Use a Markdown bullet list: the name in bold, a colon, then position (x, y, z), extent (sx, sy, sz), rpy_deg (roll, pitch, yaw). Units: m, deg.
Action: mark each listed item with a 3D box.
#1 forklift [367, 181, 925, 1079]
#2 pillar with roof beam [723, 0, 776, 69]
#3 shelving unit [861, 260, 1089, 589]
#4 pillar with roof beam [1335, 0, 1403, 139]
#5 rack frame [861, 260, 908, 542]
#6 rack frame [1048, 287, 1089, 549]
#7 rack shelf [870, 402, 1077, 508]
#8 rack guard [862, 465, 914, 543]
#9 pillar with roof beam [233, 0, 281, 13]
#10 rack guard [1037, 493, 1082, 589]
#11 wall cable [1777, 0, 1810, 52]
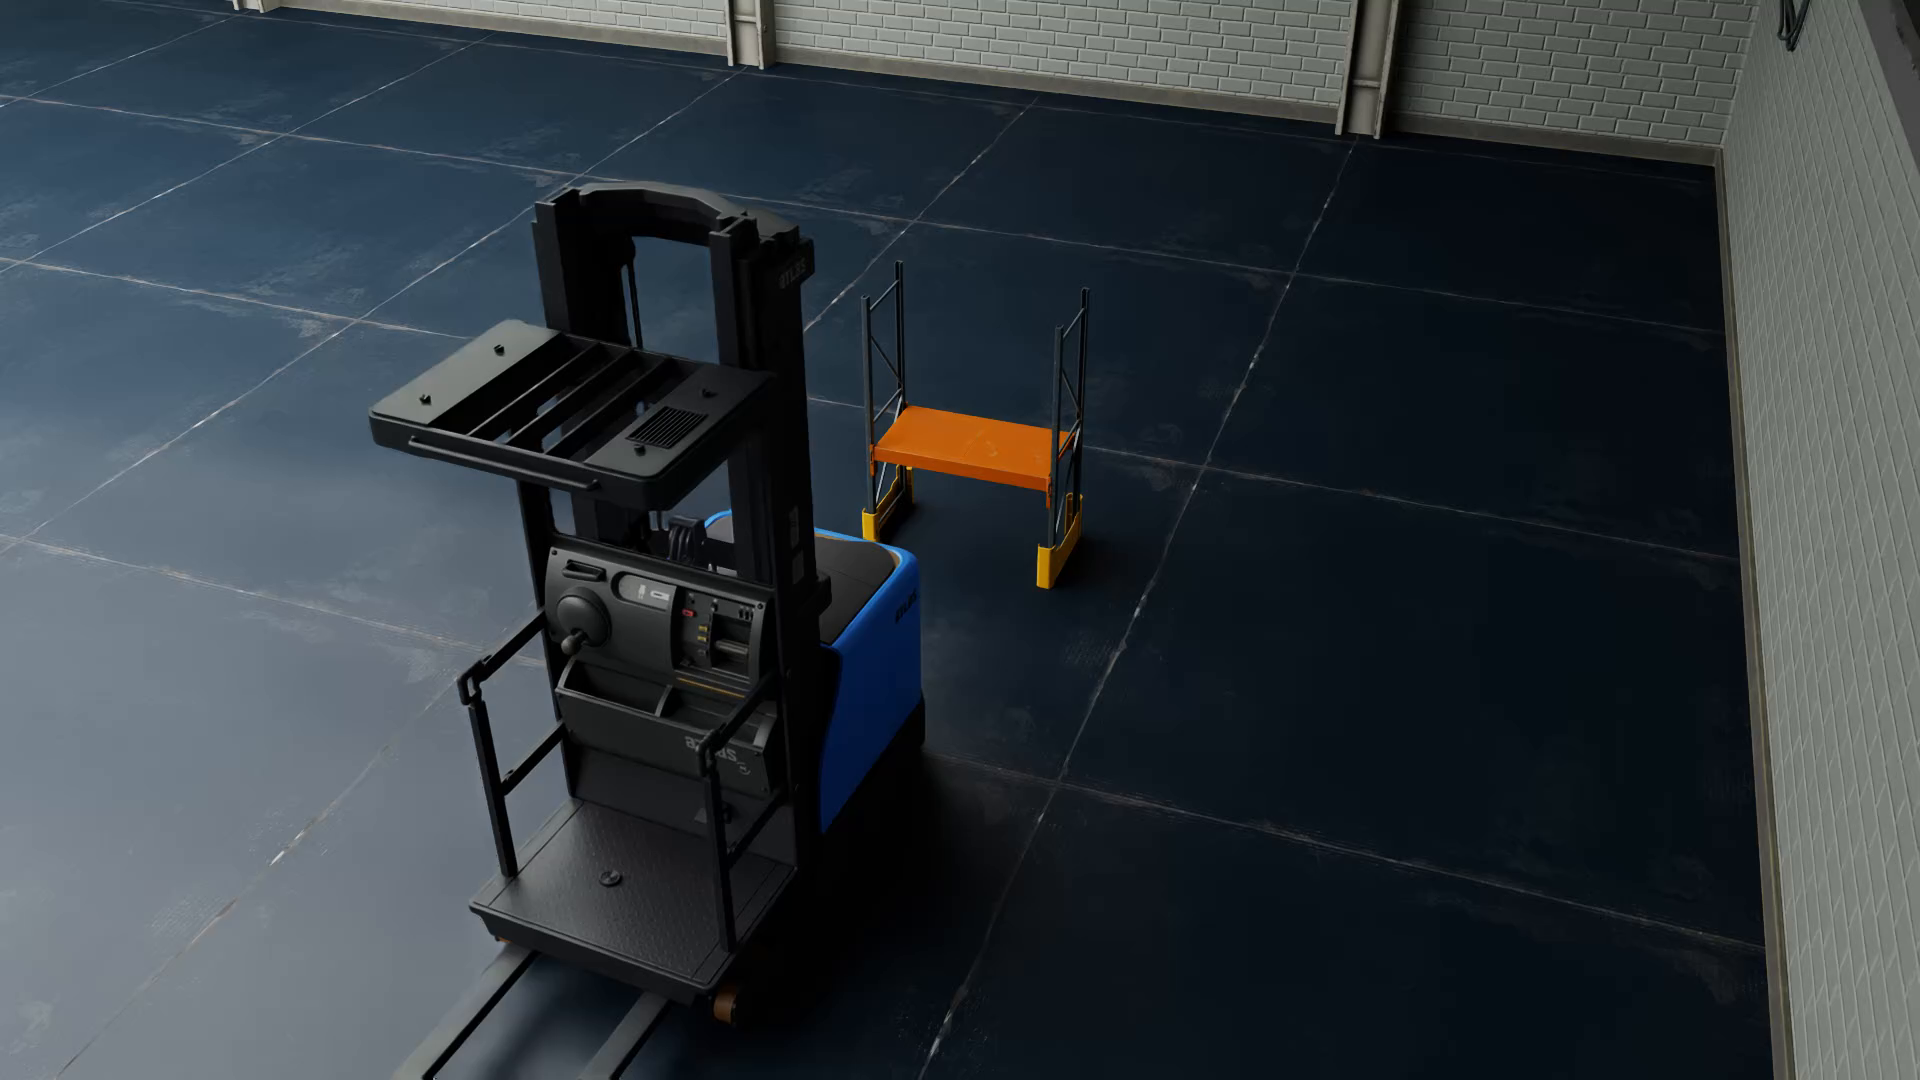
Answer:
- **forklift**: position (-1.211, 0.349, 5.975), extent (1.130, 2.935, 3.031), rpy_deg (13, 35, 20)
- **pillar with roof beam**: position (-3.519, -6.341, 10.744), extent (0.400, 9.000, 9.100), rpy_deg (11, 34, 16)
- **shelving unit**: position (0.072, -0.616, 8.790), extent (1.083, 1.500, 0.587), rpy_deg (11, 34, 16)
- **pillar with roof beam**: position (2.129, -5.243, 9.043), extent (0.400, 9.000, 9.100), rpy_deg (11, 34, 16)
- **rack frame**: position (-0.398, -0.707, 8.931), extent (0.032, 1.500, 0.500), rpy_deg (11, 34, 16)
- **rack frame**: position (0.559, -0.521, 8.643), extent (0.032, 1.500, 0.500), rpy_deg (11, 34, 16)
- **rack shelf**: position (0.080, -0.463, 8.885), extent (1.000, 0.185, 0.538), rpy_deg (11, 34, 16)
- **rack guard**: position (-0.397, -0.182, 9.270), extent (0.087, 0.250, 0.587), rpy_deg (11, 34, 16)
- **pillar with roof beam**: position (-9.168, -7.439, 12.444), extent (0.400, 9.000, 9.100), rpy_deg (11, 34, 16)
- **rack guard**: position (0.541, 0.000, 8.987), extent (0.087, 0.250, 0.587), rpy_deg (11, 34, 16)
- **wall cable**: position (5.908, -4.923, 11.409), extent (0.112, 2.526, 3.097), rpy_deg (11, 34, 16)
